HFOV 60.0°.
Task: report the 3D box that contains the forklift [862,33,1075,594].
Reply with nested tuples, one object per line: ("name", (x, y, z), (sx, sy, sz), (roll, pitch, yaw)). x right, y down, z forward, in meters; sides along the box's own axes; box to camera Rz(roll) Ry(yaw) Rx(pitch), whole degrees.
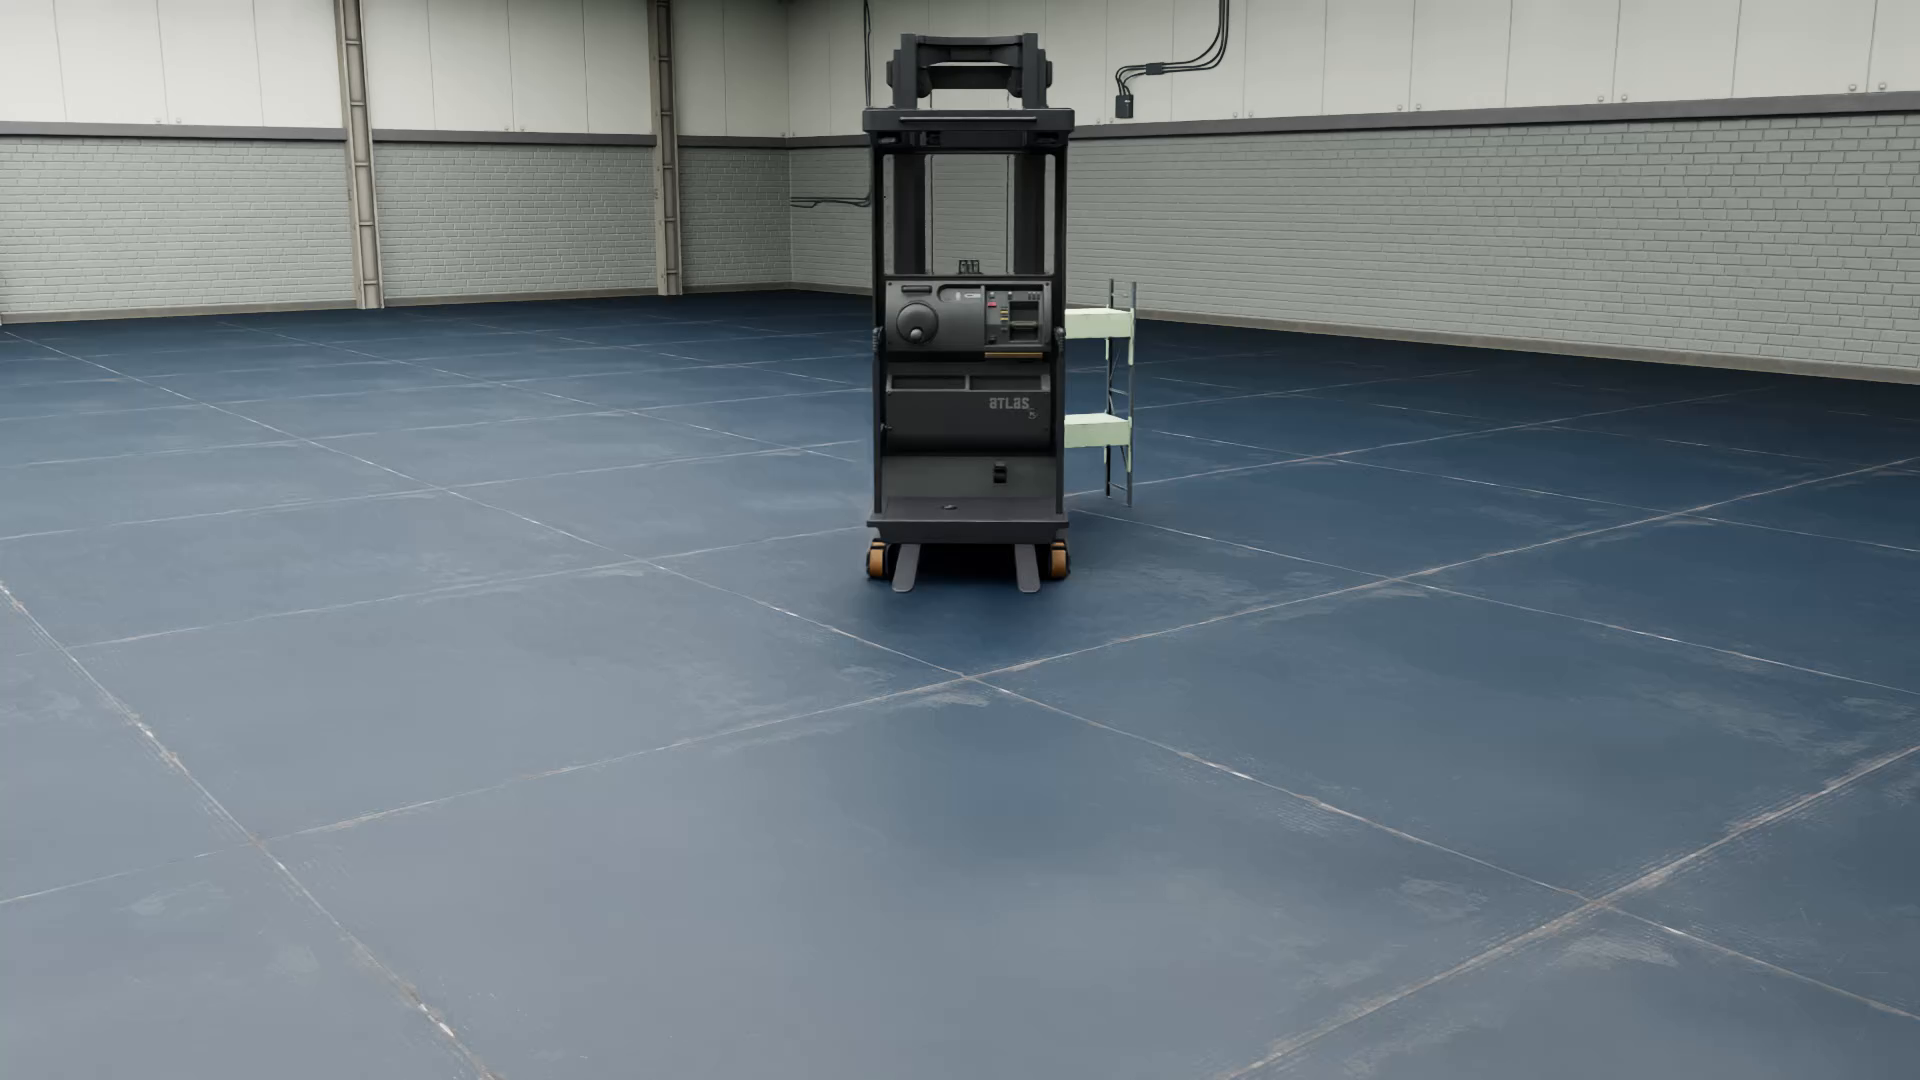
("forklift", (0.047, -1.284, 9.118), (1.130, 2.935, 3.031), (0, 12, 1))

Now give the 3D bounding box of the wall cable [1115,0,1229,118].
("wall cable", (3.259, -9.590, 25.438), (0.169, 6.003, 2.305), (-9, 15, -38))

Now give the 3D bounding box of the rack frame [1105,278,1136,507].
("rack frame", (1.079, -0.994, 11.198), (0.023, 1.500, 0.400), (-4, 13, -18))

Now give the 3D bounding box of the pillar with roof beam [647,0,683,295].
("pillar with roof beam", (-3.096, -8.602, 28.974), (0.400, 9.000, 9.100), (-9, 15, -38))

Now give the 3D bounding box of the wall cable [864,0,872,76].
("wall cable", (-0.969, -9.981, 30.784), (0.112, 2.526, 3.097), (-9, 15, -38))

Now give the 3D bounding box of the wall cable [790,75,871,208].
("wall cable", (-2.659, -7.949, 33.375), (0.112, 2.526, 3.097), (-9, 15, -38))

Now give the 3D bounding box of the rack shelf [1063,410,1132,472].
("rack shelf", (0.732, -0.651, 11.151), (0.720, 0.370, 0.431), (-4, 13, -18))

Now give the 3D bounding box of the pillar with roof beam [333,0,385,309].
("pillar with roof beam", (-7.781, -7.823, 25.307), (0.400, 9.000, 9.100), (-9, 15, -38))

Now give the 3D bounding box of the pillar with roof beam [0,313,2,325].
("pillar with roof beam", (-12.467, -7.045, 21.641), (0.400, 9.000, 9.100), (-9, 15, -38))

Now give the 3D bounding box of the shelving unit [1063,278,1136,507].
("shelving unit", (0.732, -0.969, 11.084), (0.755, 1.500, 0.431), (-4, 13, -18))

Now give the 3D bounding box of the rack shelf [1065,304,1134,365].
("rack shelf", (0.732, -1.351, 11.002), (0.720, 0.370, 0.431), (-4, 13, -18))
